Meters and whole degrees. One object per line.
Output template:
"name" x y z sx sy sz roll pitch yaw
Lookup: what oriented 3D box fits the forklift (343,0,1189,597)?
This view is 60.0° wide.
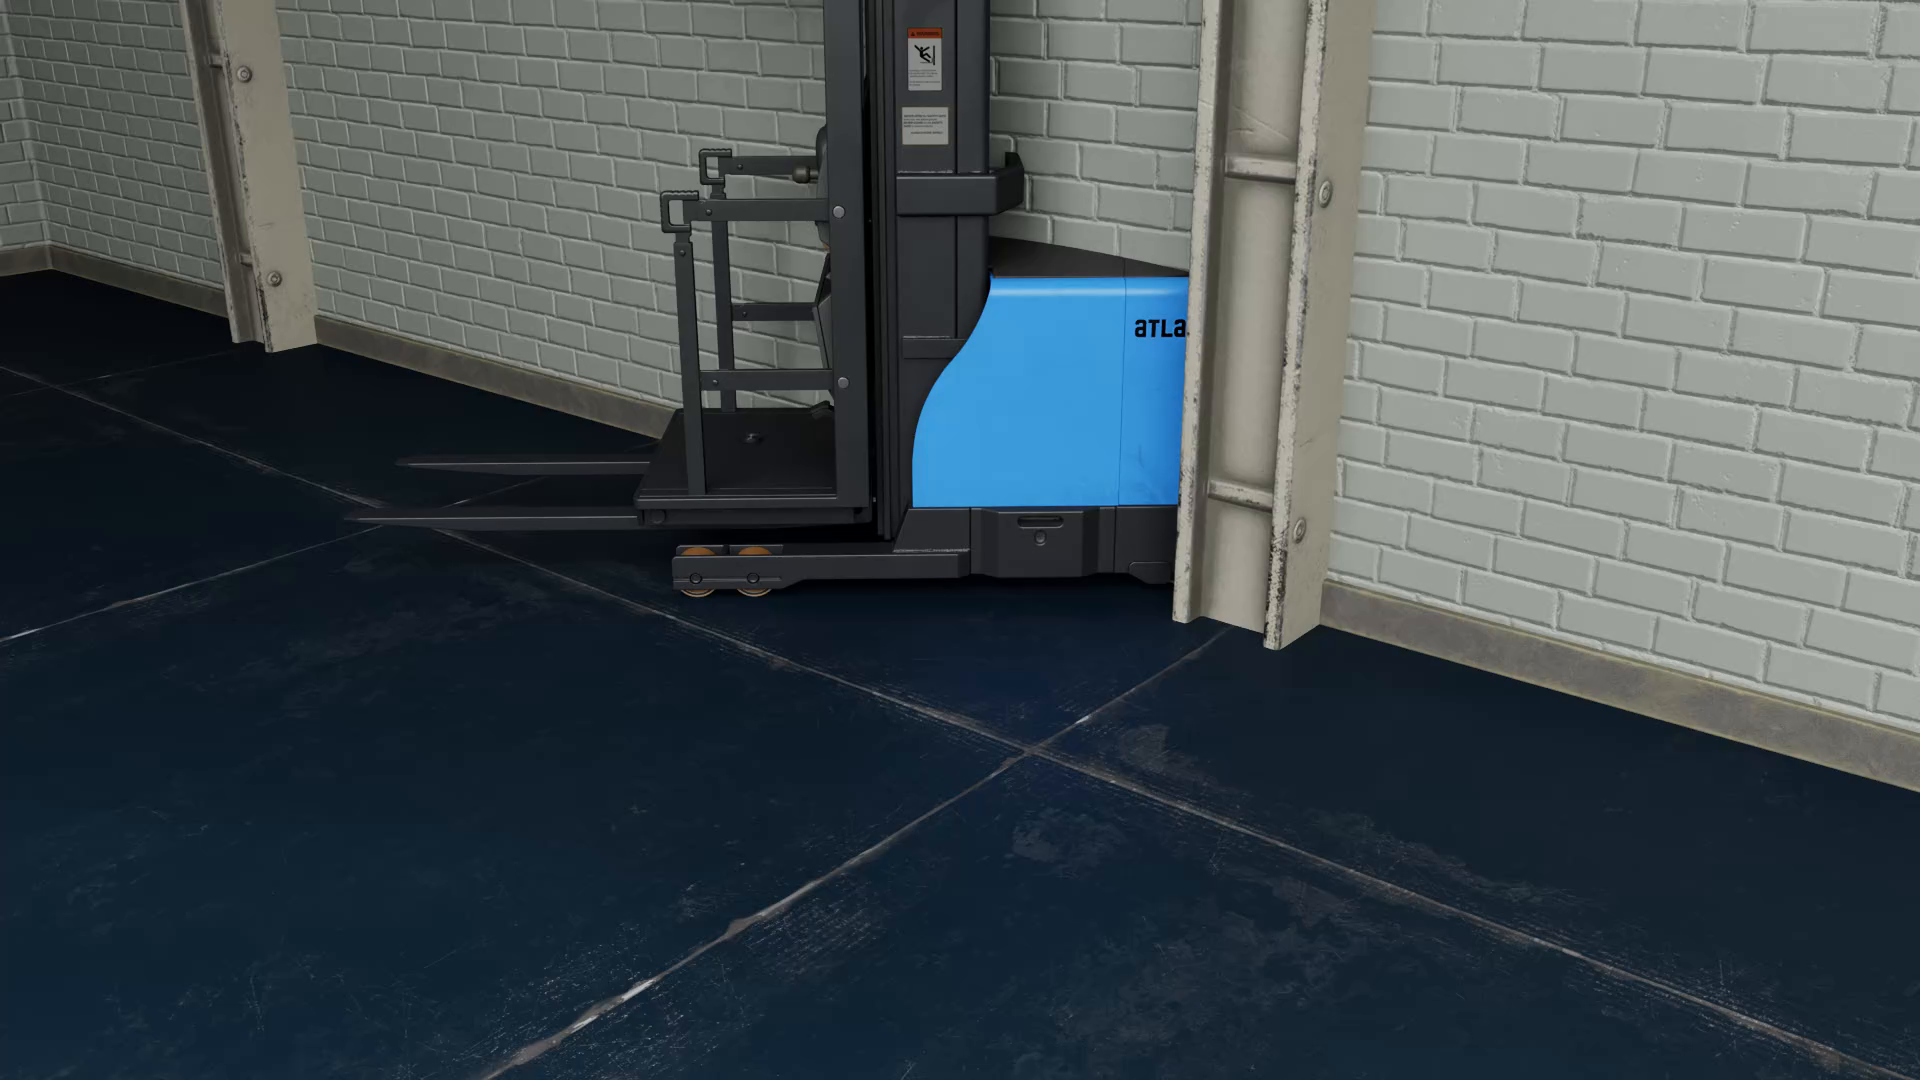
"forklift" -0.624 -1.366 5.637 3.031 2.935 1.130 0 21 -1

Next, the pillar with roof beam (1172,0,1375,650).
"pillar with roof beam" -1.776 -2.771 0.763 0.400 9.000 9.100 16 26 36

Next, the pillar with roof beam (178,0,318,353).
"pillar with roof beam" -6.424 -4.110 4.312 0.400 9.000 9.100 16 26 36
